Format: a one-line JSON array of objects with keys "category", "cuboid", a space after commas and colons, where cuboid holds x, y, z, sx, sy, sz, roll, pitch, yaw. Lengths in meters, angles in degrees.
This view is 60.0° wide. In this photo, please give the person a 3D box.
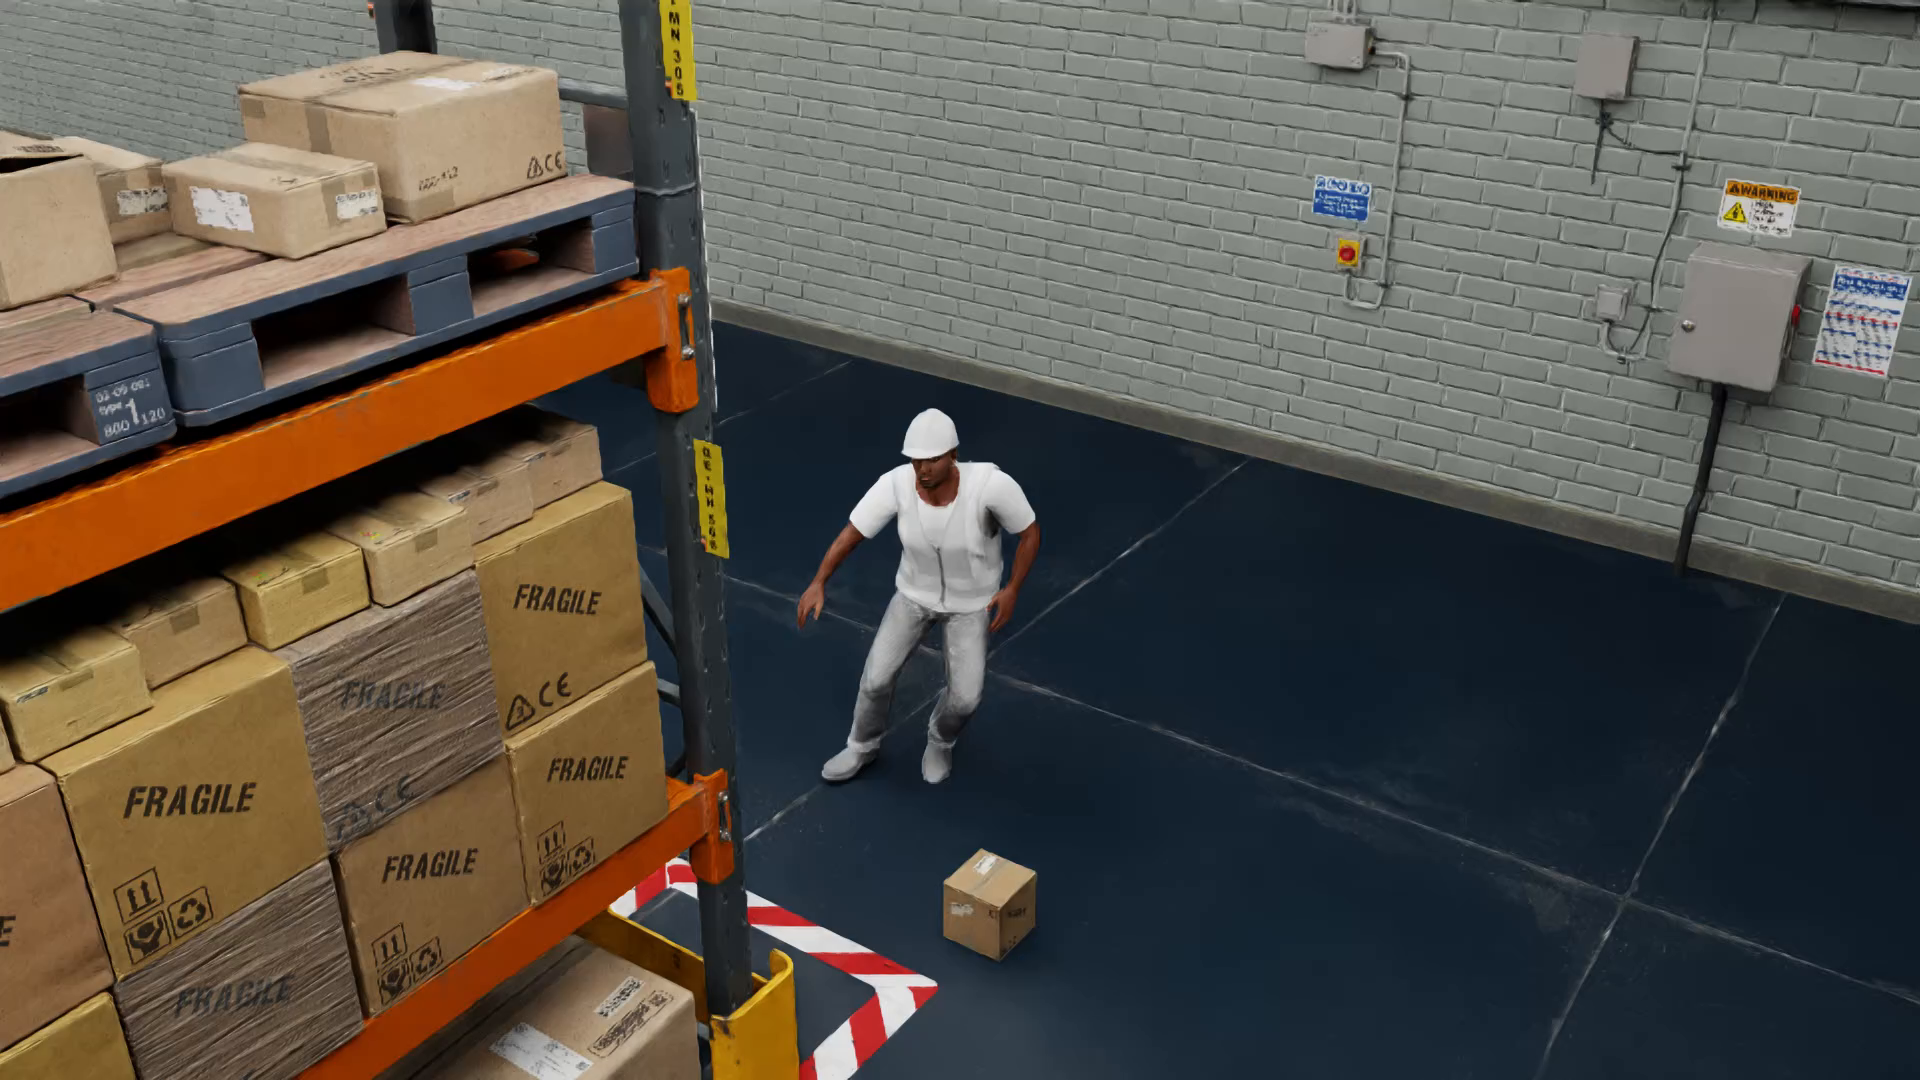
[{"category": "person", "cuboid": [-0.163, 0.246, 6.748, 0.968, 1.686, 0.501, 4, 27, 8]}]
